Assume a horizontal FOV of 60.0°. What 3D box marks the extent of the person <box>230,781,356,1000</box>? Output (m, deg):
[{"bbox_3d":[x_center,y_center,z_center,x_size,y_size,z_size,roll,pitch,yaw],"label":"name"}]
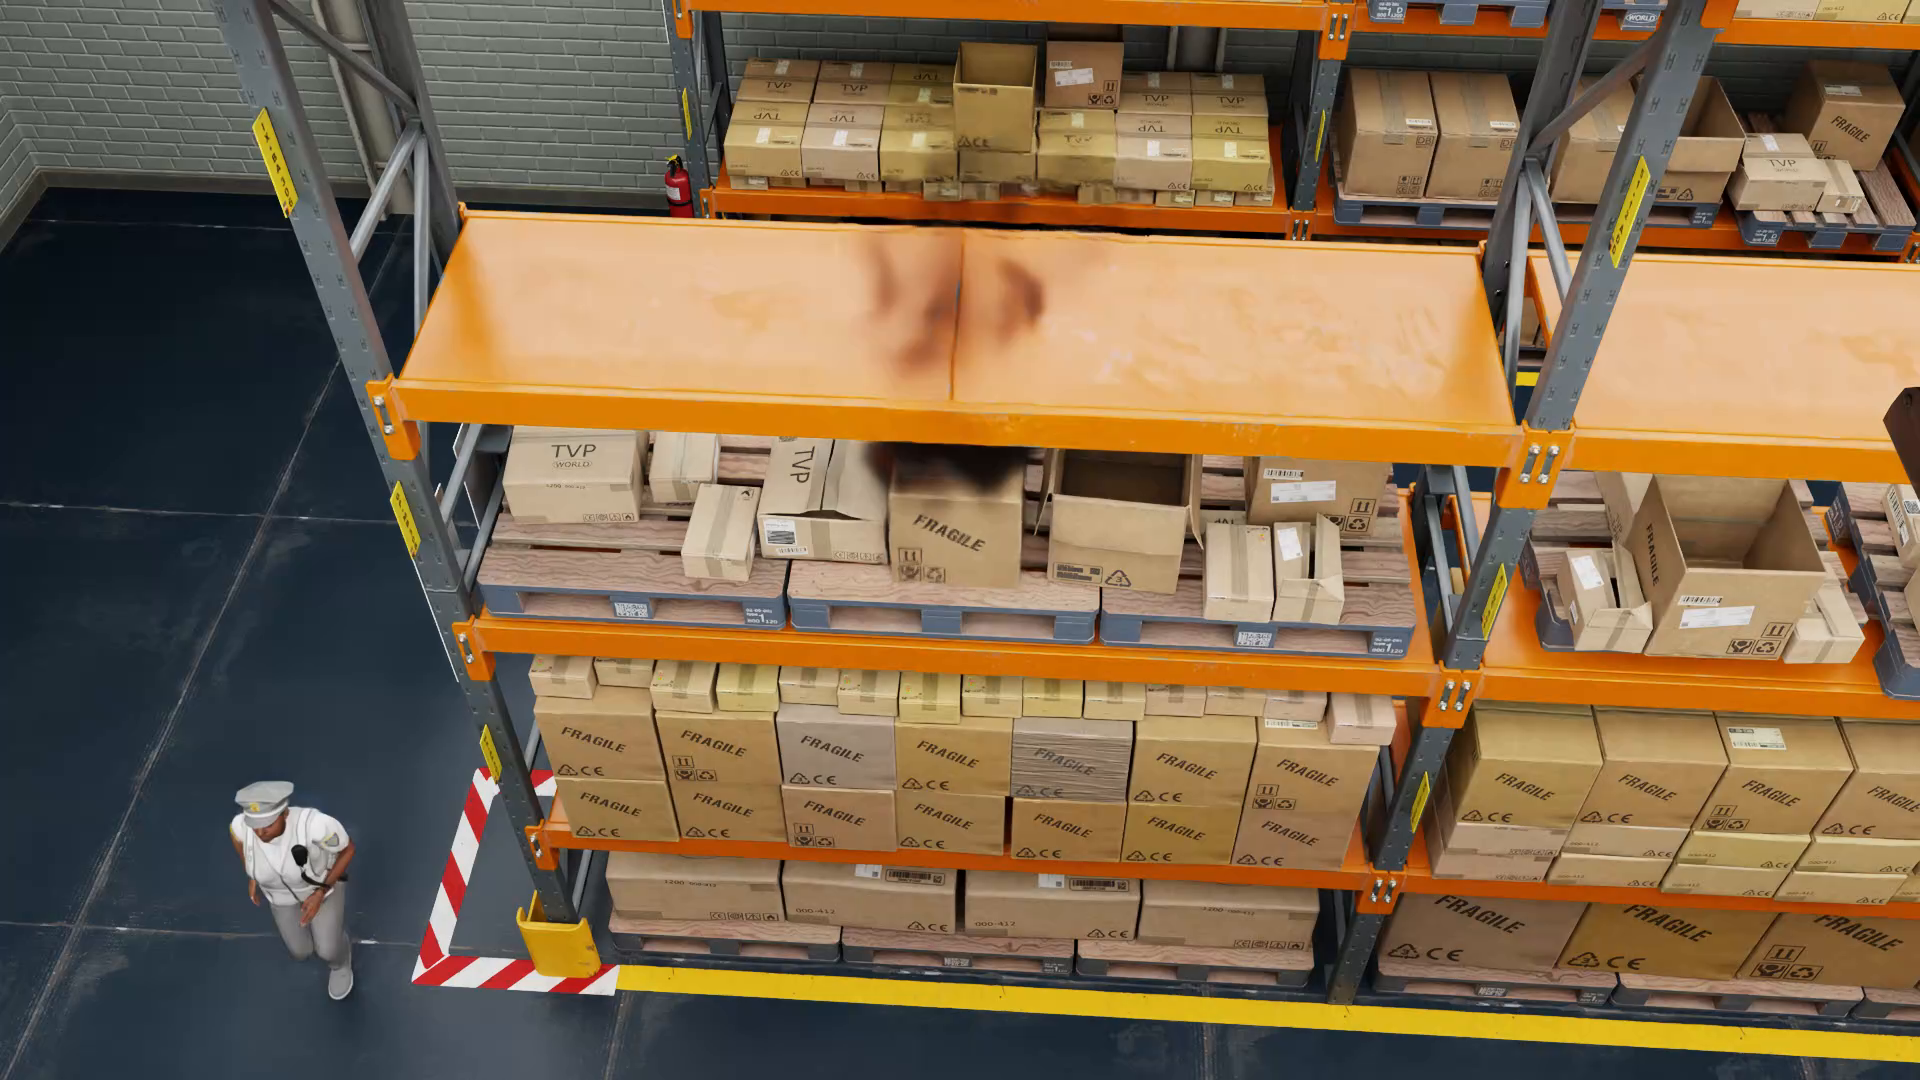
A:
[{"bbox_3d":[-3.172,1.633,8.073,0.579,1.653,0.591,-6,48,-6],"label":"person"}]
